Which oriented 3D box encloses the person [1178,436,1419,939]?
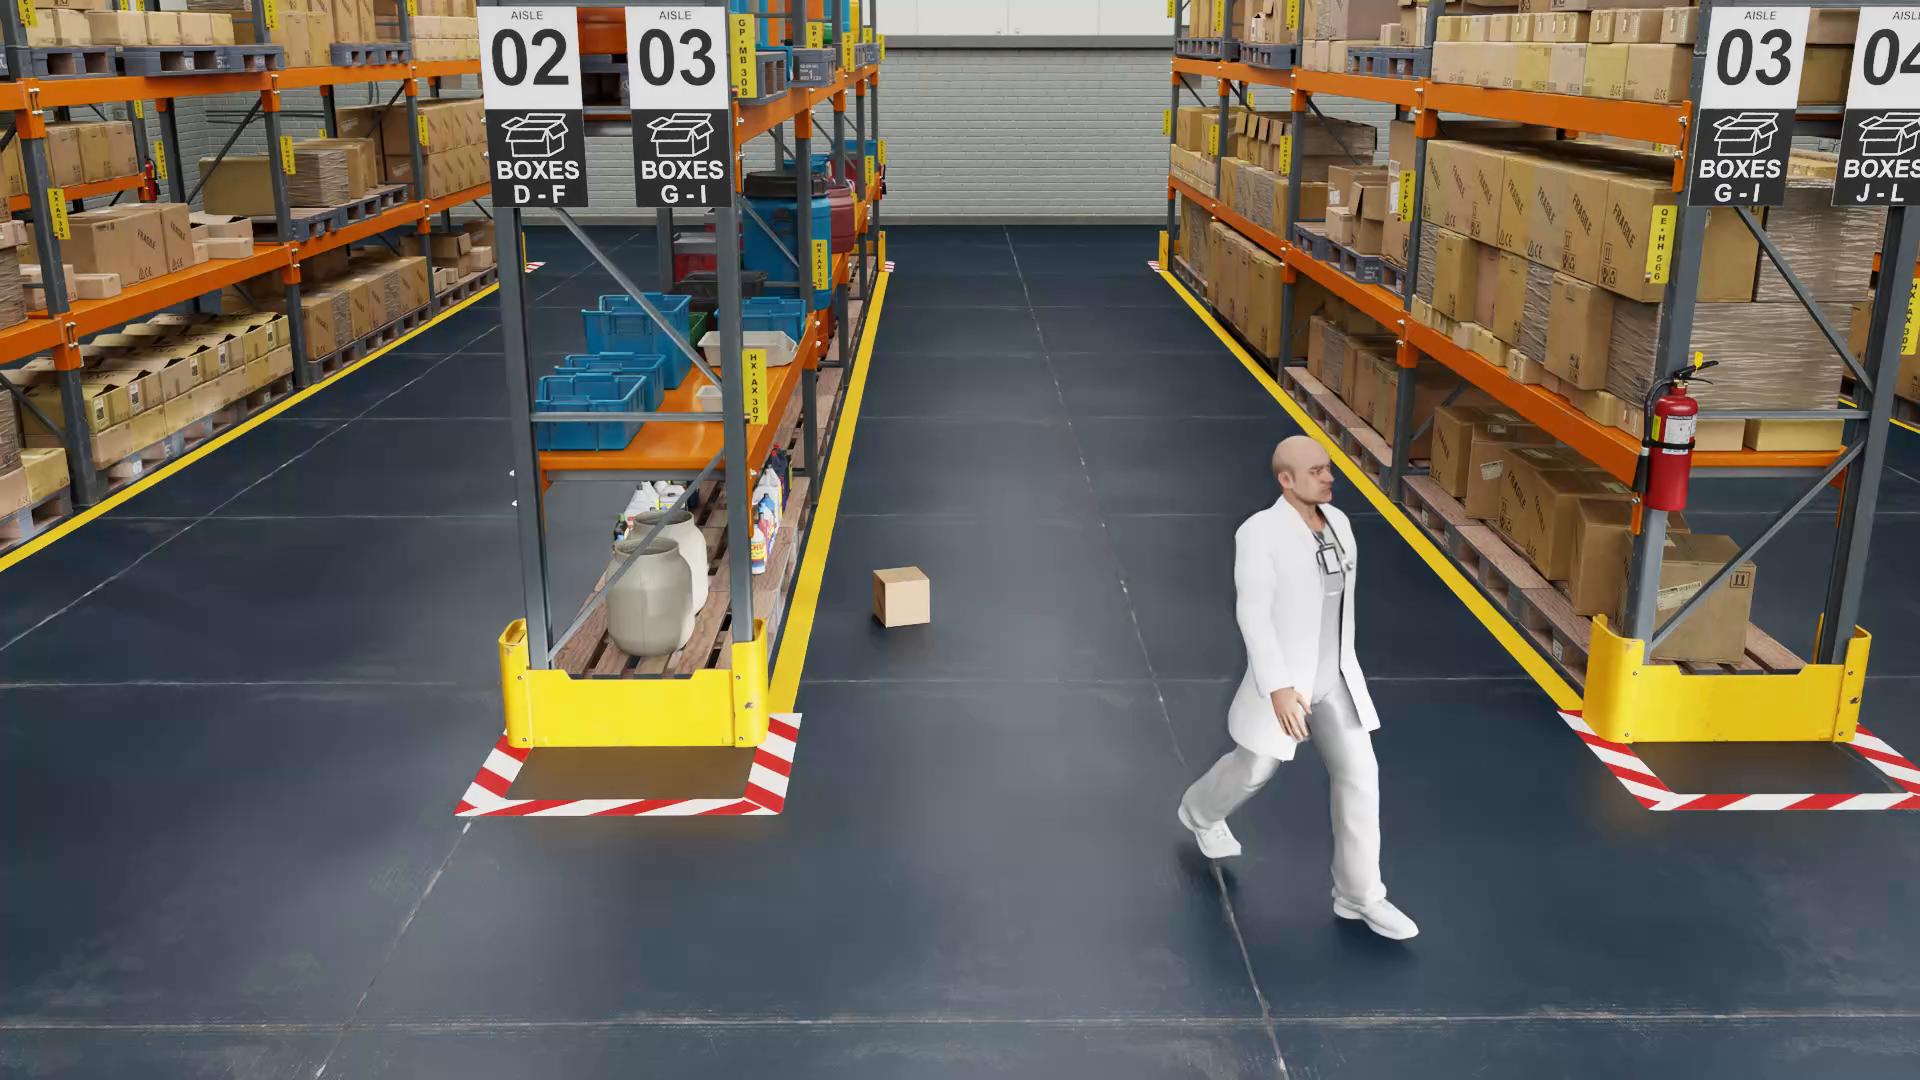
[{"bbox_3d":[1.216,0.486,5.963,0.563,1.728,1.104,-9,19,-28],"label":"person"}]
